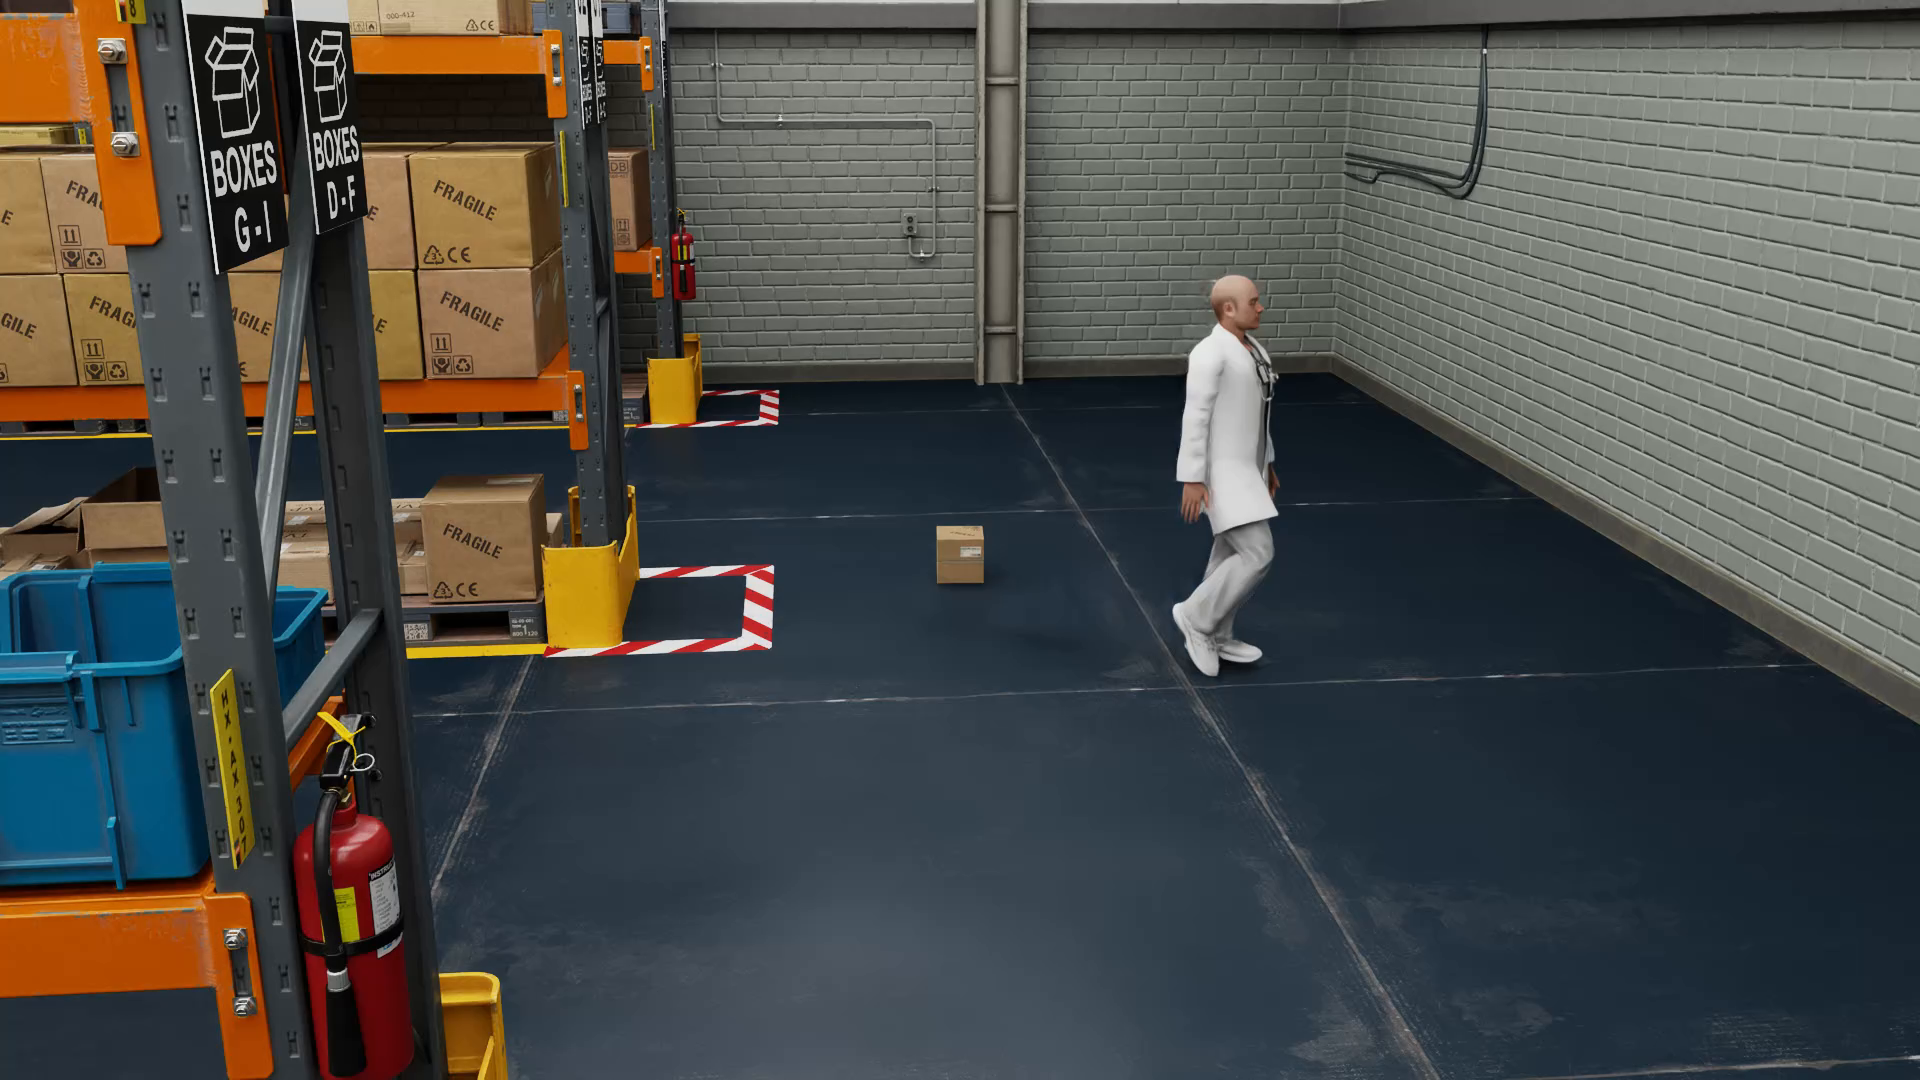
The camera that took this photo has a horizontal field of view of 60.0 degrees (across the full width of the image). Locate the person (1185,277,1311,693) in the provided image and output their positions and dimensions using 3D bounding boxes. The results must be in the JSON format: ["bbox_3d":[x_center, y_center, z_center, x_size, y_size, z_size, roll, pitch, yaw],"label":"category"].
[{"bbox_3d":[1.286,-0.243,7.407,0.569,1.842,0.621,8,18,26],"label":"person"}]
